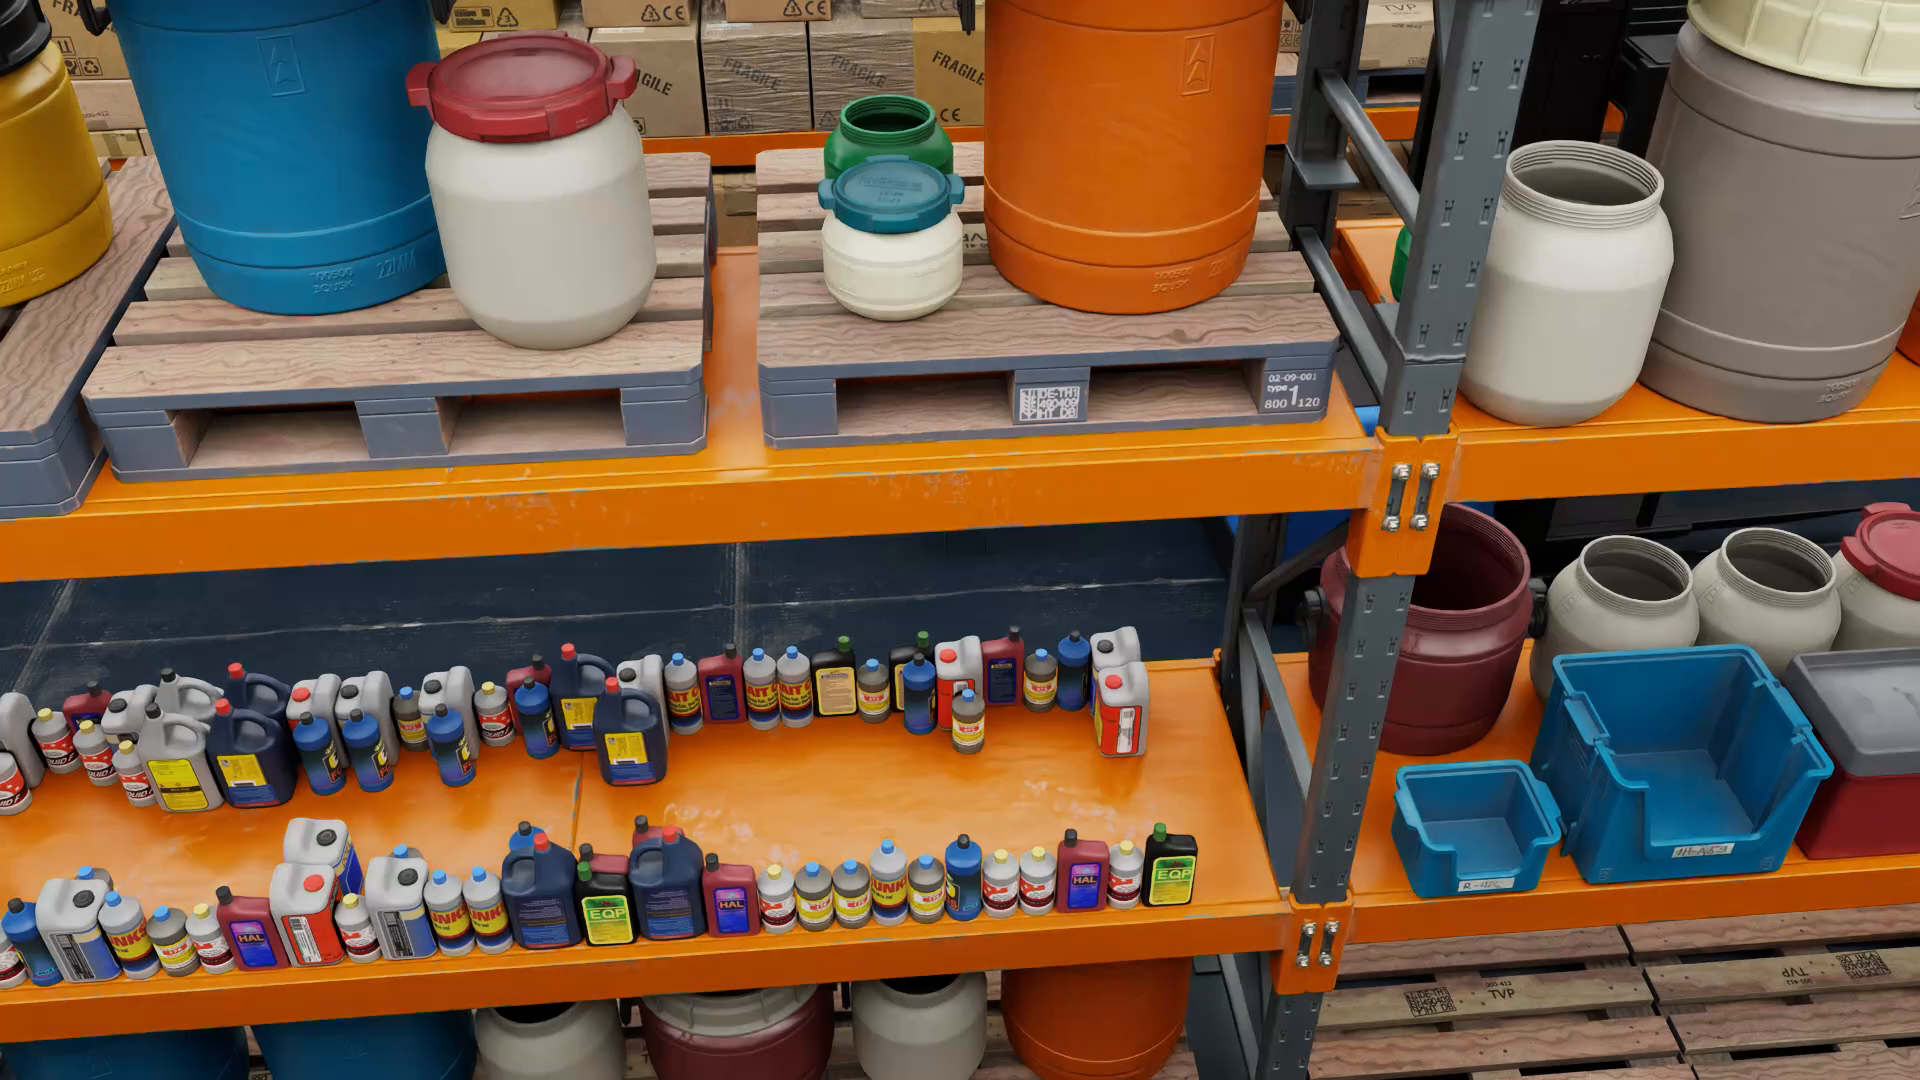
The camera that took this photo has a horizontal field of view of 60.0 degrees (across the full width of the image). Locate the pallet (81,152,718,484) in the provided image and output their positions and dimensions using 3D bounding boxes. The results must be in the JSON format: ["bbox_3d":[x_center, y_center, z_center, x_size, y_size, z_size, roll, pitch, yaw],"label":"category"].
[{"bbox_3d":[-1.168,-0.537,3.740,1.213,0.211,1.003,-3,38,-4],"label":"pallet"}]

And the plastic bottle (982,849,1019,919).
[{"bbox_3d":[0.106,0.891,4.360,0.097,0.201,0.097,0,38,0],"label":"plastic bottle"}]

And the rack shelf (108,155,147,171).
[{"bbox_3d":[-5.500,-1.930,8.356,4.000,0.370,1.077,-3,38,-4],"label":"rack shelf"}]

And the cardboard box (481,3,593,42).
[{"bbox_3d":[-2.029,-2.288,8.147,0.500,0.500,0.500,-4,38,-5],"label":"cardboard box"}]

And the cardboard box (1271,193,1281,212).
[{"bbox_3d":[1.693,-1.821,9.299,0.500,0.500,0.700,-6,39,-8],"label":"cardboard box"}]

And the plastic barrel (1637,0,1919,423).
[{"bbox_3d":[1.752,-0.771,3.480,0.600,0.901,0.600,0,38,0],"label":"plastic barrel"}]

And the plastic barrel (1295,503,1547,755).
[{"bbox_3d":[1.350,0.248,4.904,0.708,0.536,0.600,-3,38,-4],"label":"plastic barrel"}]

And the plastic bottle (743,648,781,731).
[{"bbox_3d":[-0.583,0.429,4.888,0.097,0.271,0.097,0,38,0],"label":"plastic bottle"}]

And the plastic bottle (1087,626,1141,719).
[{"bbox_3d":[0.455,0.387,4.938,0.135,0.276,0.152,-3,38,-4],"label":"plastic bottle"}]

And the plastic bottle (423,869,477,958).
[{"bbox_3d":[-1.304,0.941,4.240,0.097,0.271,0.097,0,38,0],"label":"plastic bottle"}]

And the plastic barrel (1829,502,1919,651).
[{"bbox_3d":[2.765,0.222,4.937,0.433,0.535,0.433,0,38,0],"label":"plastic barrel"}]

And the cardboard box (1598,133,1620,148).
[{"bbox_3d":[3.847,-1.932,9.440,0.500,0.500,0.700,-6,39,-7],"label":"cardboard box"}]

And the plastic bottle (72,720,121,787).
[{"bbox_3d":[-2.454,0.597,4.732,0.097,0.201,0.097,0,38,0],"label":"plastic bottle"}]

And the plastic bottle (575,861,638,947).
[{"bbox_3d":[-0.906,0.925,4.250,0.133,0.283,0.061,-3,38,-4],"label":"plastic bottle"}]

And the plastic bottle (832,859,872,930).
[{"bbox_3d":[-0.282,0.912,4.333,0.097,0.201,0.097,0,38,0],"label":"plastic bottle"}]

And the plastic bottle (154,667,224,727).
[{"bbox_3d":[-2.183,0.501,4.734,0.185,0.351,0.144,-3,38,-4],"label":"plastic bottle"}]

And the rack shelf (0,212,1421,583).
[{"bbox_3d":[-1.077,-0.271,3.831,4.000,0.370,1.077,-3,38,-4],"label":"rack shelf"}]

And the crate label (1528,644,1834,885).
[{"bbox_3d":[1.928,0.613,4.523,0.616,0.435,0.502,-3,38,-4],"label":"crate label"}]

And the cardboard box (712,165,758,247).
[{"bbox_3d":[-1.102,-1.803,8.990,0.875,0.875,1.225,-3,38,-4],"label":"cardboard box"}]

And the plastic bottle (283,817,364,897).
[{"bbox_3d":[-1.666,0.847,4.355,0.135,0.276,0.152,-3,38,-4],"label":"plastic bottle"}]

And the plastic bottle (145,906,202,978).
[{"bbox_3d":[-1.995,1.006,4.213,0.097,0.201,0.097,0,38,0],"label":"plastic bottle"}]

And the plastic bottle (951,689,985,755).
[{"bbox_3d":[0.024,0.518,4.833,0.097,0.201,0.097,0,38,0],"label":"plastic bottle"}]

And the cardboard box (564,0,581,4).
[{"bbox_3d":[-2.053,-2.612,8.558,0.500,0.500,0.500,-4,38,-5],"label":"cardboard box"}]

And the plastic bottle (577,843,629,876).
[{"bbox_3d":[-0.911,0.888,4.297,0.133,0.283,0.061,-3,38,-4],"label":"plastic bottle"}]

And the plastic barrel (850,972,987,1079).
[{"bbox_3d":[-0.126,1.449,5.161,0.421,0.512,0.421,0,38,0],"label":"plastic barrel"}]

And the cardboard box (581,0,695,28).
[{"bbox_3d":[-1.571,-2.870,8.075,0.637,0.503,0.797,-2,38,-3],"label":"cardboard box"}]

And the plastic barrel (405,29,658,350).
[{"bbox_3d":[-0.838,-0.691,3.334,0.433,0.535,0.433,0,38,0],"label":"plastic barrel"}]

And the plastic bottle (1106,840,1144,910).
[{"bbox_3d":[0.433,0.873,4.383,0.097,0.201,0.097,0,38,0],"label":"plastic bottle"}]

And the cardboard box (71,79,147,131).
[{"bbox_3d":[-3.925,-2.194,7.990,0.500,0.250,0.500,-4,38,-5],"label":"cardboard box"}]

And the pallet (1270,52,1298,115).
[{"bbox_3d":[1.176,-2.571,8.742,1.003,0.211,1.213,-3,38,-4],"label":"pallet"}]

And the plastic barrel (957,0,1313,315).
[{"bbox_3d":[0.349,-0.968,3.447,0.708,0.830,0.600,-3,38,-4],"label":"plastic barrel"}]

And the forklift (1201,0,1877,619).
[{"bbox_3d":[2.650,-1.214,6.923,3.031,2.935,1.130,-5,39,-6],"label":"forklift"}]

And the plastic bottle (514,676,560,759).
[{"bbox_3d":[-1.223,0.502,4.796,0.097,0.271,0.097,0,38,0],"label":"plastic bottle"}]

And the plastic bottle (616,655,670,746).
[{"bbox_3d":[-0.926,0.463,4.842,0.135,0.276,0.152,-3,38,-4],"label":"plastic bottle"}]

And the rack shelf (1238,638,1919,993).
[{"bbox_3d":[2.907,0.687,5.039,4.000,0.370,1.077,-3,38,-4],"label":"rack shelf"}]

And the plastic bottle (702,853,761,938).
[{"bbox_3d":[-0.589,0.908,4.272,0.133,0.283,0.061,-3,38,-4],"label":"plastic bottle"}]

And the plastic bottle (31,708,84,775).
[{"bbox_3d":[-2.593,0.567,4.770,0.097,0.201,0.097,0,38,0],"label":"plastic bottle"}]

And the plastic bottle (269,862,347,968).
[{"bbox_3d":[-1.653,0.941,4.236,0.135,0.276,0.152,-3,38,-4],"label":"plastic bottle"}]

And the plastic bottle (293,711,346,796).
[{"bbox_3d":[-1.810,0.591,4.683,0.097,0.271,0.097,0,38,0],"label":"plastic bottle"}]

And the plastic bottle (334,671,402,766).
[{"bbox_3d":[-1.705,0.506,4.787,0.135,0.276,0.152,-3,38,-4],"label":"plastic bottle"}]

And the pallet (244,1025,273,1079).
[{"bbox_3d":[-2.297,1.812,5.284,1.213,0.211,1.003,-3,38,-4],"label":"pallet"}]

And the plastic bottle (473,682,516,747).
[{"bbox_3d":[-1.361,0.499,4.856,0.097,0.201,0.097,0,38,0],"label":"plastic bottle"}]

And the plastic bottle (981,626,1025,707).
[{"bbox_3d":[0.124,0.374,4.949,0.133,0.283,0.061,-3,38,-4],"label":"plastic bottle"}]

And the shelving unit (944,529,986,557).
[{"bbox_3d":[0.014,-0.472,7.379,0.189,1.200,0.258,-3,38,-4],"label":"shelving unit"}]

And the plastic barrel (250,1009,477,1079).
[{"bbox_3d":[-1.821,1.334,4.992,0.708,0.901,0.600,-3,38,-4],"label":"plastic barrel"}]

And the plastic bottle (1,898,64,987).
[{"bbox_3d":[-2.323,0.997,4.169,0.097,0.271,0.097,0,38,0],"label":"plastic bottle"}]

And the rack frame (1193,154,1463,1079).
[{"bbox_3d":[0.915,0.514,4.677,0.127,3.000,1.000,-3,38,-4],"label":"rack frame"}]

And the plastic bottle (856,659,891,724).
[{"bbox_3d":[-0.257,0.439,4.933,0.097,0.201,0.097,0,38,0],"label":"plastic bottle"}]

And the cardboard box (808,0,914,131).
[{"bbox_3d":[-0.491,-2.377,8.261,0.500,0.500,0.500,-3,38,-4],"label":"cardboard box"}]
